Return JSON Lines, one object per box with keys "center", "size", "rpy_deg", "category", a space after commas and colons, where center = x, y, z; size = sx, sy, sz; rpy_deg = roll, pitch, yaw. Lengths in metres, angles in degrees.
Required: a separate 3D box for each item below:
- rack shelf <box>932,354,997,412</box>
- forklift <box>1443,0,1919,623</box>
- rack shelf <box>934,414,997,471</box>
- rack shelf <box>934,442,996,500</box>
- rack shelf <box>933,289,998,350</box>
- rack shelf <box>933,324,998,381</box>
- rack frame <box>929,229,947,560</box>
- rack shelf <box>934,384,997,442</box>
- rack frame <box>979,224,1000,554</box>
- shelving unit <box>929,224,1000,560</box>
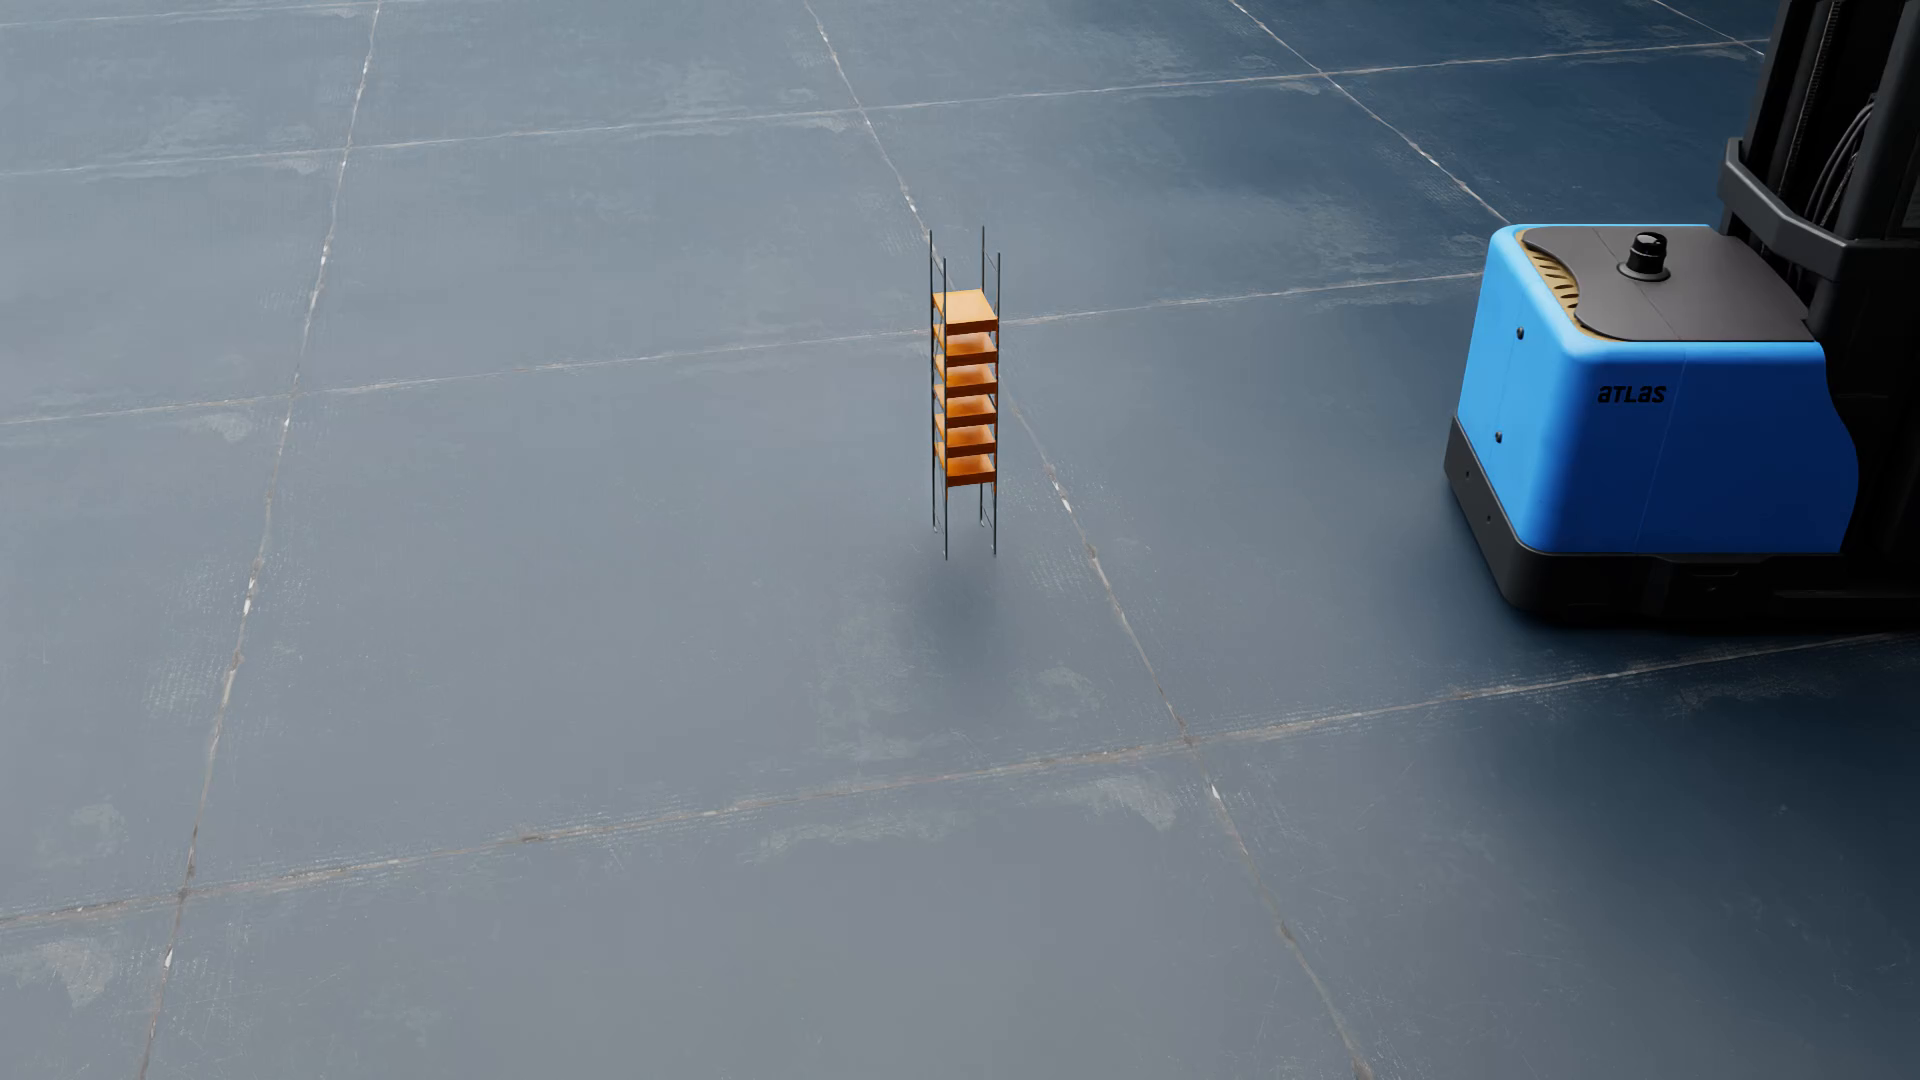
{"center": [0.014, -0.563, 5.839], "size": [0.180, 0.103, 0.258], "rpy_deg": [-7, 35, -11], "category": "rack shelf"}
{"center": [3.405, -1.199, 5.370], "size": [3.031, 2.935, 1.130], "rpy_deg": [0, 34, 0], "category": "forklift"}
{"center": [0.014, -0.363, 5.973], "size": [0.180, 0.103, 0.258], "rpy_deg": [-7, 35, -11], "category": "rack shelf"}
{"center": [0.014, -0.264, 6.040], "size": [0.180, 0.103, 0.258], "rpy_deg": [-7, 35, -11], "category": "rack shelf"}
{"center": [0.014, -0.762, 5.705], "size": [0.180, 0.103, 0.258], "rpy_deg": [-7, 35, -11], "category": "rack shelf"}
{"center": [0.014, -0.662, 5.772], "size": [0.180, 0.103, 0.258], "rpy_deg": [-7, 35, -11], "category": "rack shelf"}
{"center": [-0.075, -0.489, 5.864], "size": [0.006, 1.200, 0.240], "rpy_deg": [-7, 35, -11], "category": "rack frame"}
{"center": [0.014, -0.463, 5.906], "size": [0.180, 0.103, 0.258], "rpy_deg": [-7, 35, -11], "category": "rack shelf"}
{"center": [0.103, -0.511, 5.898], "size": [0.006, 1.200, 0.240], "rpy_deg": [-7, 35, -11], "category": "rack frame"}
{"center": [0.014, -0.500, 5.881], "size": [0.189, 1.200, 0.258], "rpy_deg": [-7, 35, -11], "category": "shelving unit"}
